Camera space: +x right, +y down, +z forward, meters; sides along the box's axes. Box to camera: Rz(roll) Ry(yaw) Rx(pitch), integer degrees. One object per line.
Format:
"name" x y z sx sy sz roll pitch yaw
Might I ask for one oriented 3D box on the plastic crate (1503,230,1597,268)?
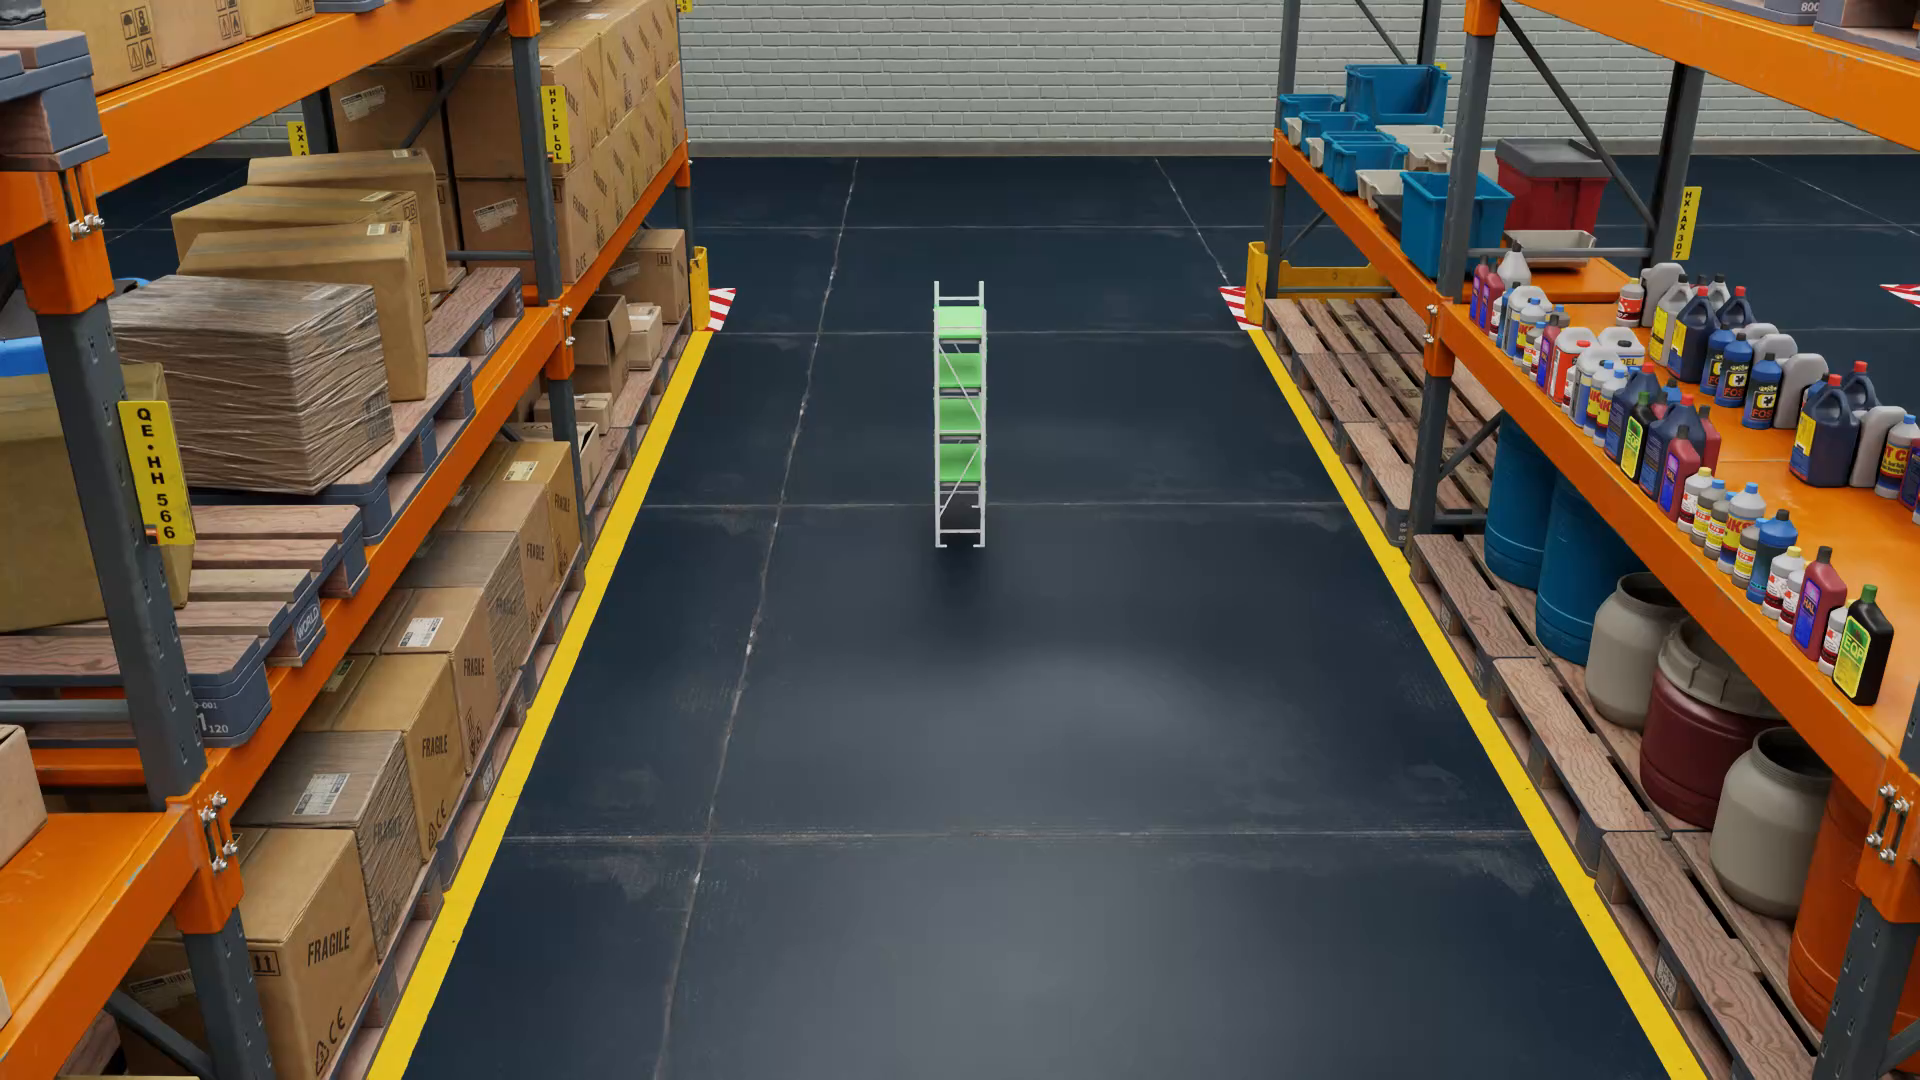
"plastic crate" 2.798 -1.375 7.898 0.396 0.136 0.243 0 24 -1

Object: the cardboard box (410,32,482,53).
"cardboard box" -2.565 -2.174 8.083 0.500 0.500 0.500 -1 24 -2

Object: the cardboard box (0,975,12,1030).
"cardboard box" -1.963 0.877 2.976 0.380 0.149 0.250 0 24 -1

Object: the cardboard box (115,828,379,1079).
"cardboard box" -1.968 1.143 4.583 0.500 0.500 0.500 1 24 2

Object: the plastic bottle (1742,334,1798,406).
"plastic bottle" 2.999 -0.645 6.186 0.152 0.276 0.135 0 24 -1

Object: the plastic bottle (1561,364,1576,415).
"plastic bottle" 2.268 -0.563 6.097 0.097 0.201 0.097 0 24 0

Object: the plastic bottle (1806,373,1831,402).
"plastic bottle" 2.971 -0.444 5.748 0.097 0.271 0.097 0 24 0

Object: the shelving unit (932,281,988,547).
"shelving unit" -0.002 -0.615 8.154 0.258 1.200 0.503 0 24 -1

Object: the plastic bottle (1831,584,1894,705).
"plastic bottle" 2.273 0.261 4.175 0.061 0.283 0.133 0 24 -1

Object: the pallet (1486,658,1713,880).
"pallet" 2.643 0.817 6.188 1.003 0.211 1.213 0 24 -1

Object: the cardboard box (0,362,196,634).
"cardboard box" -2.369 -0.103 4.206 0.700 0.500 0.500 -9 26 -18

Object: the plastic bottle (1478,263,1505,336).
"plastic bottle" 2.239 -1.015 6.995 0.061 0.283 0.133 0 24 -1

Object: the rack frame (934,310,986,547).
"rack frame" 0.001 -0.514 7.931 0.240 1.200 0.015 0 24 -1

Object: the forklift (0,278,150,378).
"forklift" -5.363 -1.290 7.545 3.031 2.935 1.130 -12 27 -25

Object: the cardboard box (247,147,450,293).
"cardboard box" -2.511 -1.296 6.844 0.700 0.500 0.500 -9 26 -18

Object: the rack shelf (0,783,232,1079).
"rack shelf" -2.227 1.545 2.067 1.077 0.370 4.000 0 24 -1

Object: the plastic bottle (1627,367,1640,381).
"plastic bottle" 2.422 -0.524 6.010 0.097 0.201 0.097 0 24 0

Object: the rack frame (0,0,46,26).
"rack frame" -2.249 -2.340 2.504 1.000 3.000 0.127 0 24 -1

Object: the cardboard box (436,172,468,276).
"cardboard box" -2.555 -1.505 7.817 0.500 0.500 0.500 0 24 0

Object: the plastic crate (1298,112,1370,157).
"plastic crate" 2.297 -2.501 10.269 0.416 0.233 0.300 0 24 -1

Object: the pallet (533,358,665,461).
"pallet" -2.315 -0.771 9.700 1.003 0.211 1.213 0 24 -1

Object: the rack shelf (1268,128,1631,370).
"rack shelf" 2.639 -1.772 9.401 1.077 0.370 4.000 0 24 -1

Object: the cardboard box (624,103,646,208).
"cardboard box" -2.045 -2.139 9.217 0.500 0.500 0.500 -1 24 -1

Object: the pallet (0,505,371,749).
"pallet" -2.327 0.202 4.397 1.213 0.211 1.003 0 24 -1

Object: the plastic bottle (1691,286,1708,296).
"plastic bottle" 2.992 -0.908 6.768 0.152 0.276 0.135 0 24 -1

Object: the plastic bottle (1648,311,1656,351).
"plastic bottle" 2.867 -0.866 6.765 0.097 0.201 0.097 0 24 0

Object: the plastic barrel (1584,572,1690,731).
"plastic barrel" 2.574 0.416 6.201 0.421 0.512 0.421 0 24 0

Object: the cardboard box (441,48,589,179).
"cardboard box" -2.016 -1.952 7.590 0.500 0.500 0.500 0 24 1

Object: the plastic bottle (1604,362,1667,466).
"plastic bottle" 2.297 -0.438 5.638 0.144 0.351 0.185 0 24 -1

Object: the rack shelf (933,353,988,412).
"rack shelf" -0.002 -0.775 8.081 0.258 0.148 0.480 0 24 -1

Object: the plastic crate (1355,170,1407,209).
"plastic crate" 2.341 -1.899 9.056 0.293 0.136 0.466 0 24 -1

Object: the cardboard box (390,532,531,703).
"cardboard box" -1.999 0.296 6.455 0.500 0.500 0.500 0 24 0

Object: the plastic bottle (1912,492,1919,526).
"plastic bottle" 3.039 -0.177 5.158 0.097 0.271 0.097 0 24 0

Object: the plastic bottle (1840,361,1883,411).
"plastic bottle" 3.010 -0.422 5.603 0.144 0.351 0.185 0 24 -1

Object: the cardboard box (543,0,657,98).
"cardboard box" -2.040 -2.800 9.467 0.500 0.500 0.500 0 24 1

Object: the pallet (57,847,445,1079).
"pallet" -2.219 1.356 4.996 1.003 0.211 1.213 0 24 -1

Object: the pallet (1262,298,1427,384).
"pallet" 2.587 -1.314 10.898 1.003 0.211 1.213 0 24 -1

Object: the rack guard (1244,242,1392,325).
"rack guard" 2.604 -1.795 11.612 1.175 0.500 0.348 0 24 -1

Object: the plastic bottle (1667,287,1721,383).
"plastic bottle" 2.856 -0.799 6.437 0.144 0.351 0.185 0 24 -1

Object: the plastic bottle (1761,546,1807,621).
"plastic bottle" 2.286 0.115 4.596 0.097 0.201 0.097 0 24 0

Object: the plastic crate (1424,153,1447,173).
"plastic crate" 2.845 -2.140 9.589 0.298 0.136 0.250 0 24 -1

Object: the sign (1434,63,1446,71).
"sign" 3.167 -3.008 11.062 0.100 0.325 0.005 0 24 -1

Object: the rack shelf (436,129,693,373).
"rack shelf" -2.315 -1.751 9.355 1.077 0.370 4.000 0 24 -1

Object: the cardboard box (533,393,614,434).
"cardboard box" -2.100 -0.695 9.051 0.380 0.166 0.250 0 24 -1

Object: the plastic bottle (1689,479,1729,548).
"plastic bottle" 2.281 -0.085 5.039 0.097 0.201 0.097 0 24 0

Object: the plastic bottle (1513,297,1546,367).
"plastic bottle" 2.262 -0.826 6.593 0.097 0.271 0.097 0 24 0
